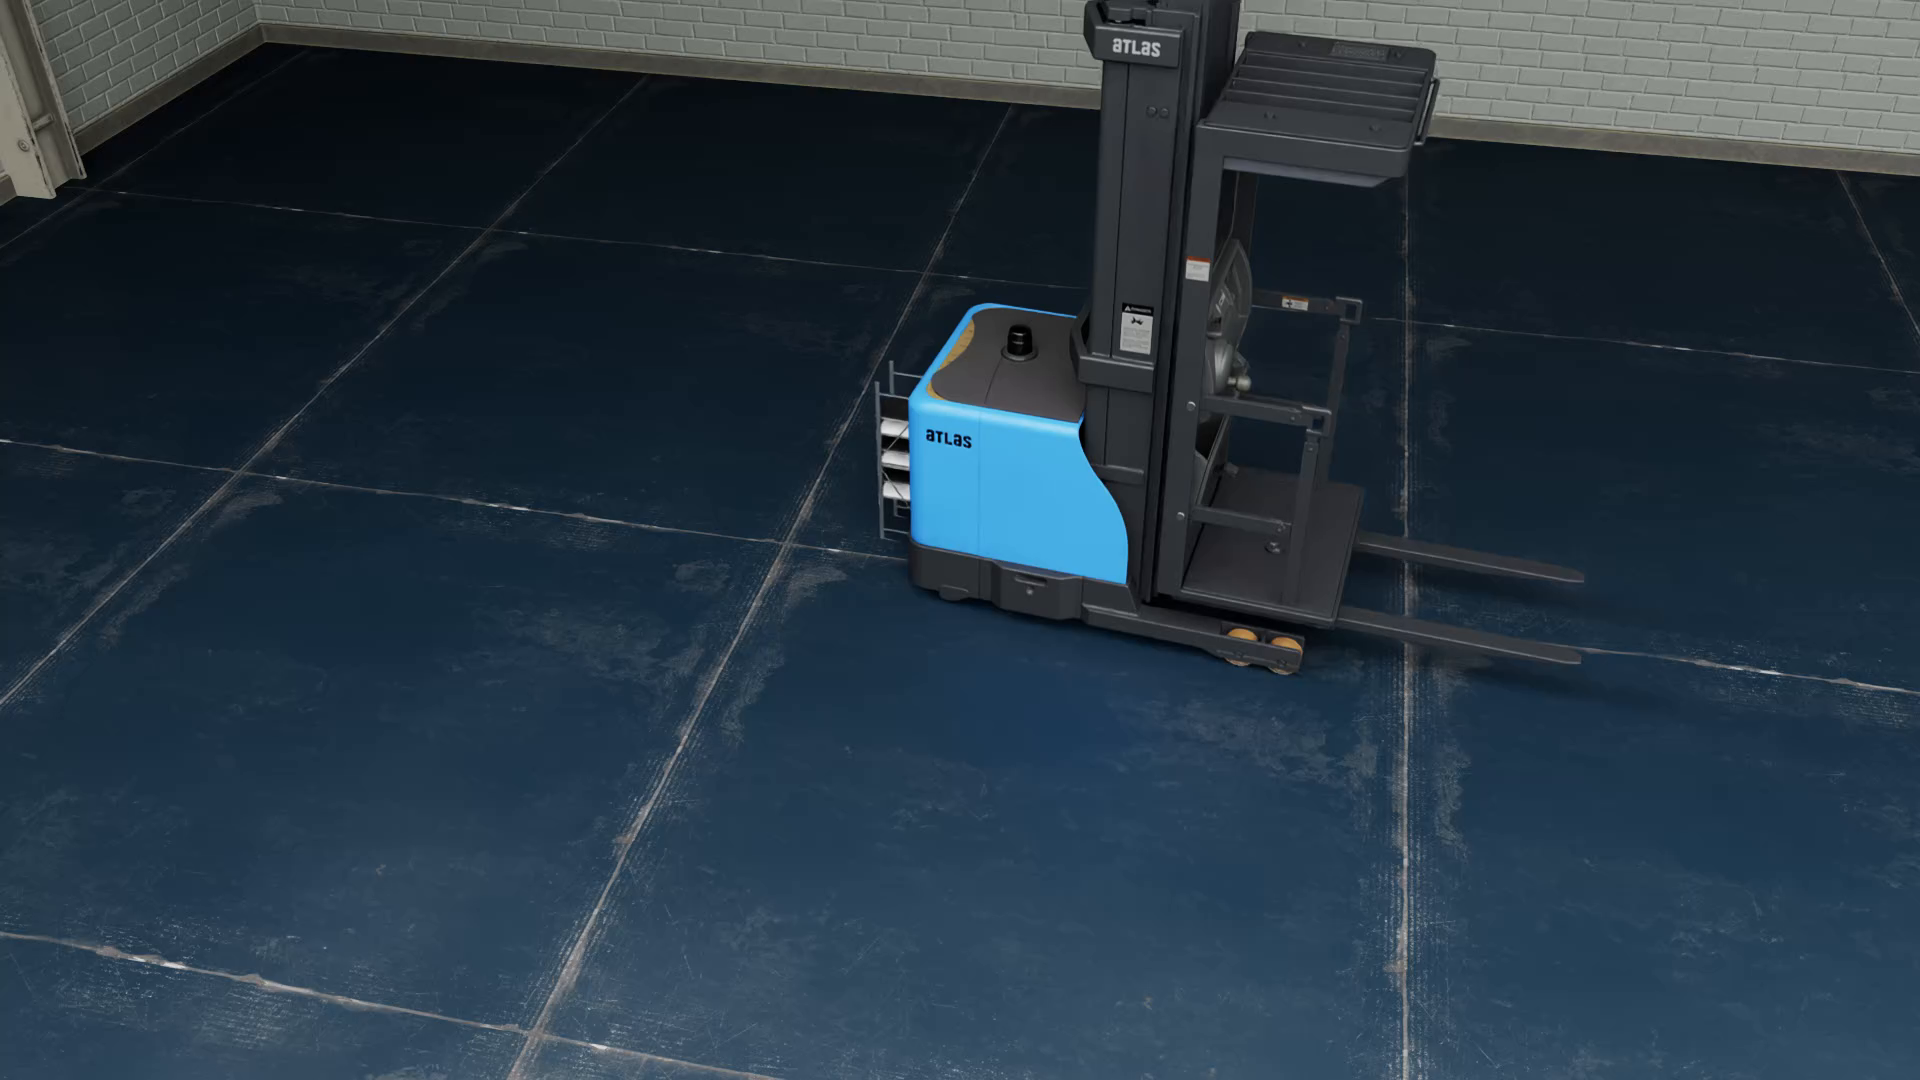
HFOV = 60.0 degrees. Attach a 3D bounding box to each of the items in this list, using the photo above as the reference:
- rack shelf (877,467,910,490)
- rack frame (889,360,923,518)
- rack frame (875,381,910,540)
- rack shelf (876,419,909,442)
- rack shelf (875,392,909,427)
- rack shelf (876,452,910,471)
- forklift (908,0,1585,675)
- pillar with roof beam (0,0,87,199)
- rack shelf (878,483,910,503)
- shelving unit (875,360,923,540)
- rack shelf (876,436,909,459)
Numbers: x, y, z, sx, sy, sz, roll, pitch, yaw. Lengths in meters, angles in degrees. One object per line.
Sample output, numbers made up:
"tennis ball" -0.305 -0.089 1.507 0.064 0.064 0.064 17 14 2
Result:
"rack shelf" -0.250 -0.310 8.121 0.258 0.077 0.200 10 37 14
"rack frame" -0.221 -0.467 8.127 0.240 0.900 0.006 10 37 14
"rack frame" -0.280 -0.352 7.969 0.240 0.900 0.006 10 37 14
"rack shelf" -0.250 -0.528 7.962 0.258 0.077 0.200 10 37 14
"rack shelf" -0.250 -0.601 7.909 0.258 0.077 0.200 10 37 14
"rack shelf" -0.250 -0.383 8.068 0.258 0.077 0.200 10 37 14
"forklift" 1.331 -0.938 7.047 3.031 2.935 1.130 11 37 15
"pillar with roof beam" -2.187 -5.596 8.304 9.100 9.000 0.400 7 37 10
"rack shelf" -0.250 -0.237 8.173 0.258 0.077 0.200 10 37 14
"shelving unit" -0.250 -0.409 8.048 0.258 0.900 0.210 10 37 14
"rack shelf" -0.250 -0.455 8.015 0.258 0.077 0.200 10 37 14
